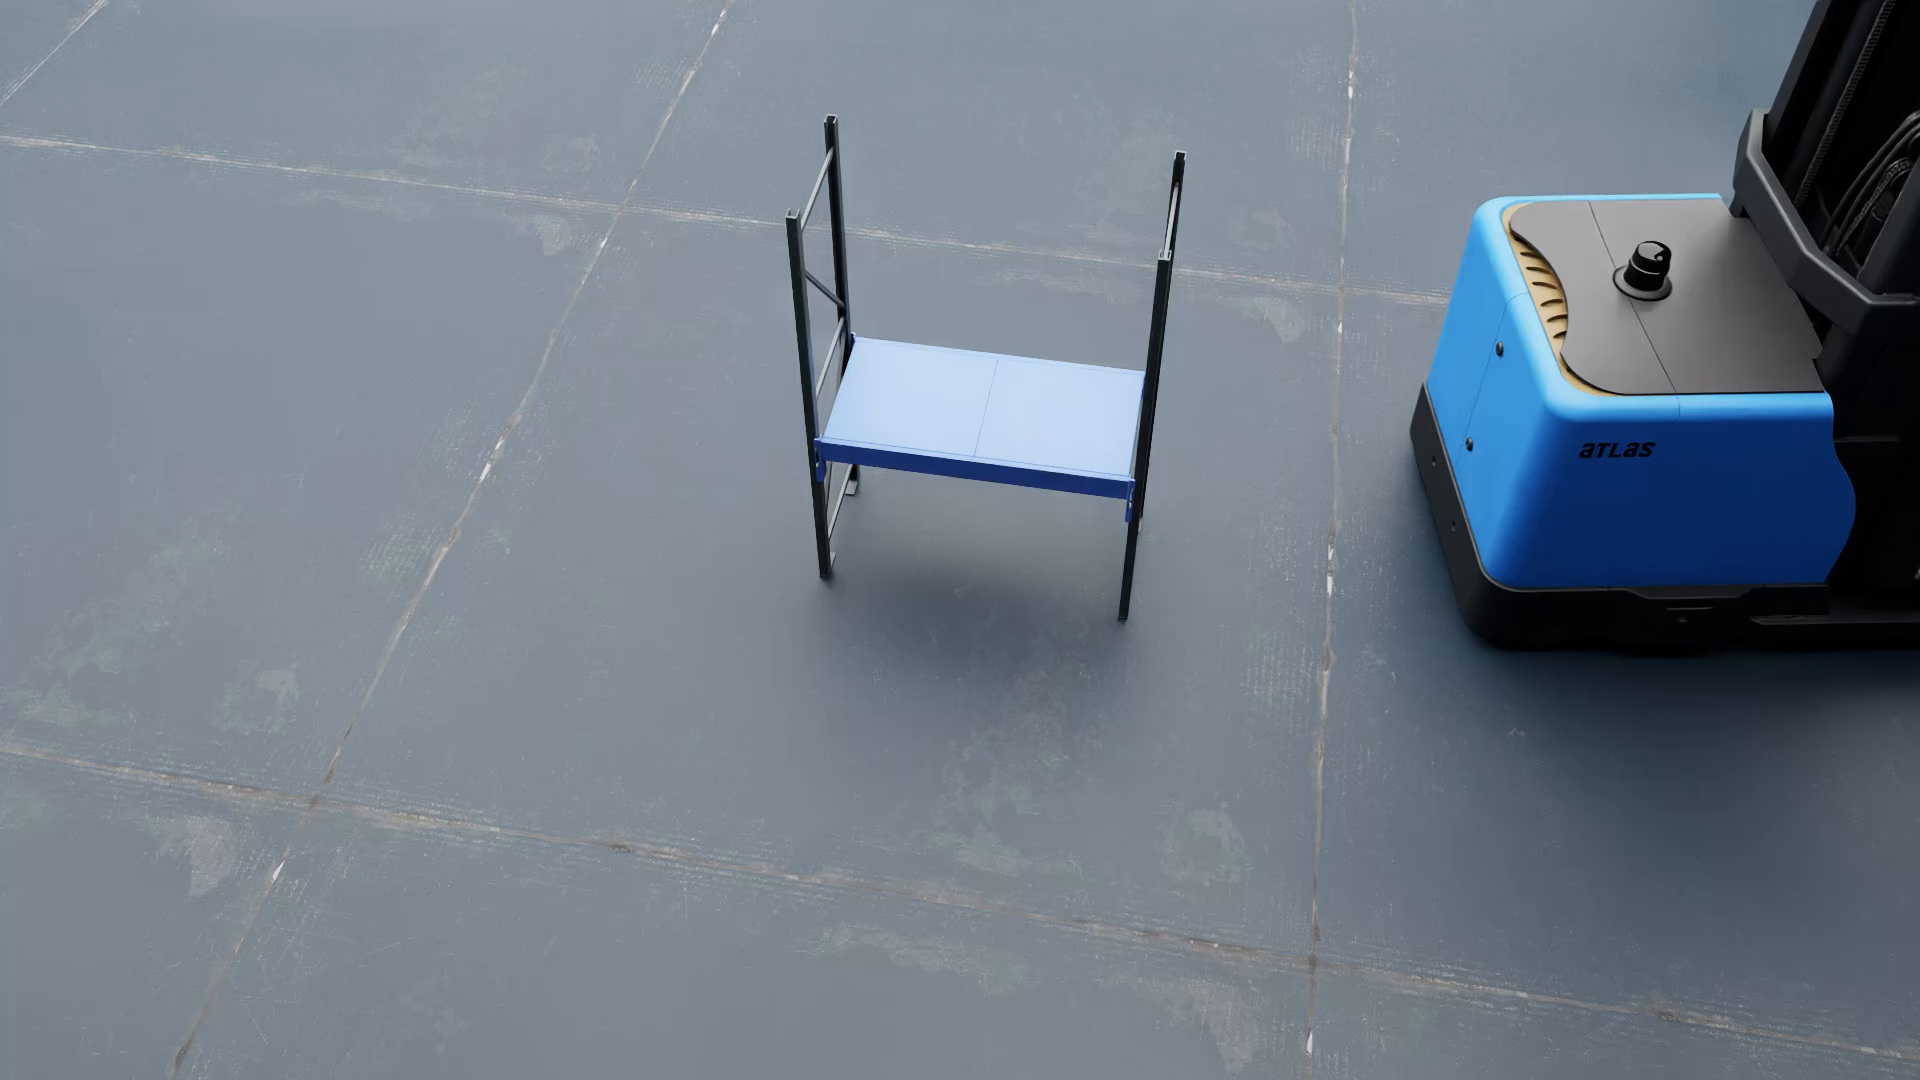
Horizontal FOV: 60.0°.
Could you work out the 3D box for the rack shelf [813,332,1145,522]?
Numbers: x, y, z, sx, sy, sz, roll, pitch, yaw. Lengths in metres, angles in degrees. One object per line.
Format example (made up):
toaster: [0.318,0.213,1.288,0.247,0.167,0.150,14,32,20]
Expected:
rack shelf: [0.084,-0.370,5.316,1.000,0.185,0.538,8,49,7]

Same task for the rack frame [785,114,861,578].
rack frame: [-0.416,-0.557,5.242,0.032,1.500,0.500,8,49,7]

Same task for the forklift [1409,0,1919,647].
forklift: [3.147,-1.026,4.702,3.031,2.935,1.130,-1,48,-1]

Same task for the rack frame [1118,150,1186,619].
rack frame: [0.584,-0.423,5.122,0.032,1.500,0.500,8,49,7]

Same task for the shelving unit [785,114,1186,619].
shelving unit: [0.084,-0.490,5.182,1.048,1.500,0.538,8,49,7]
